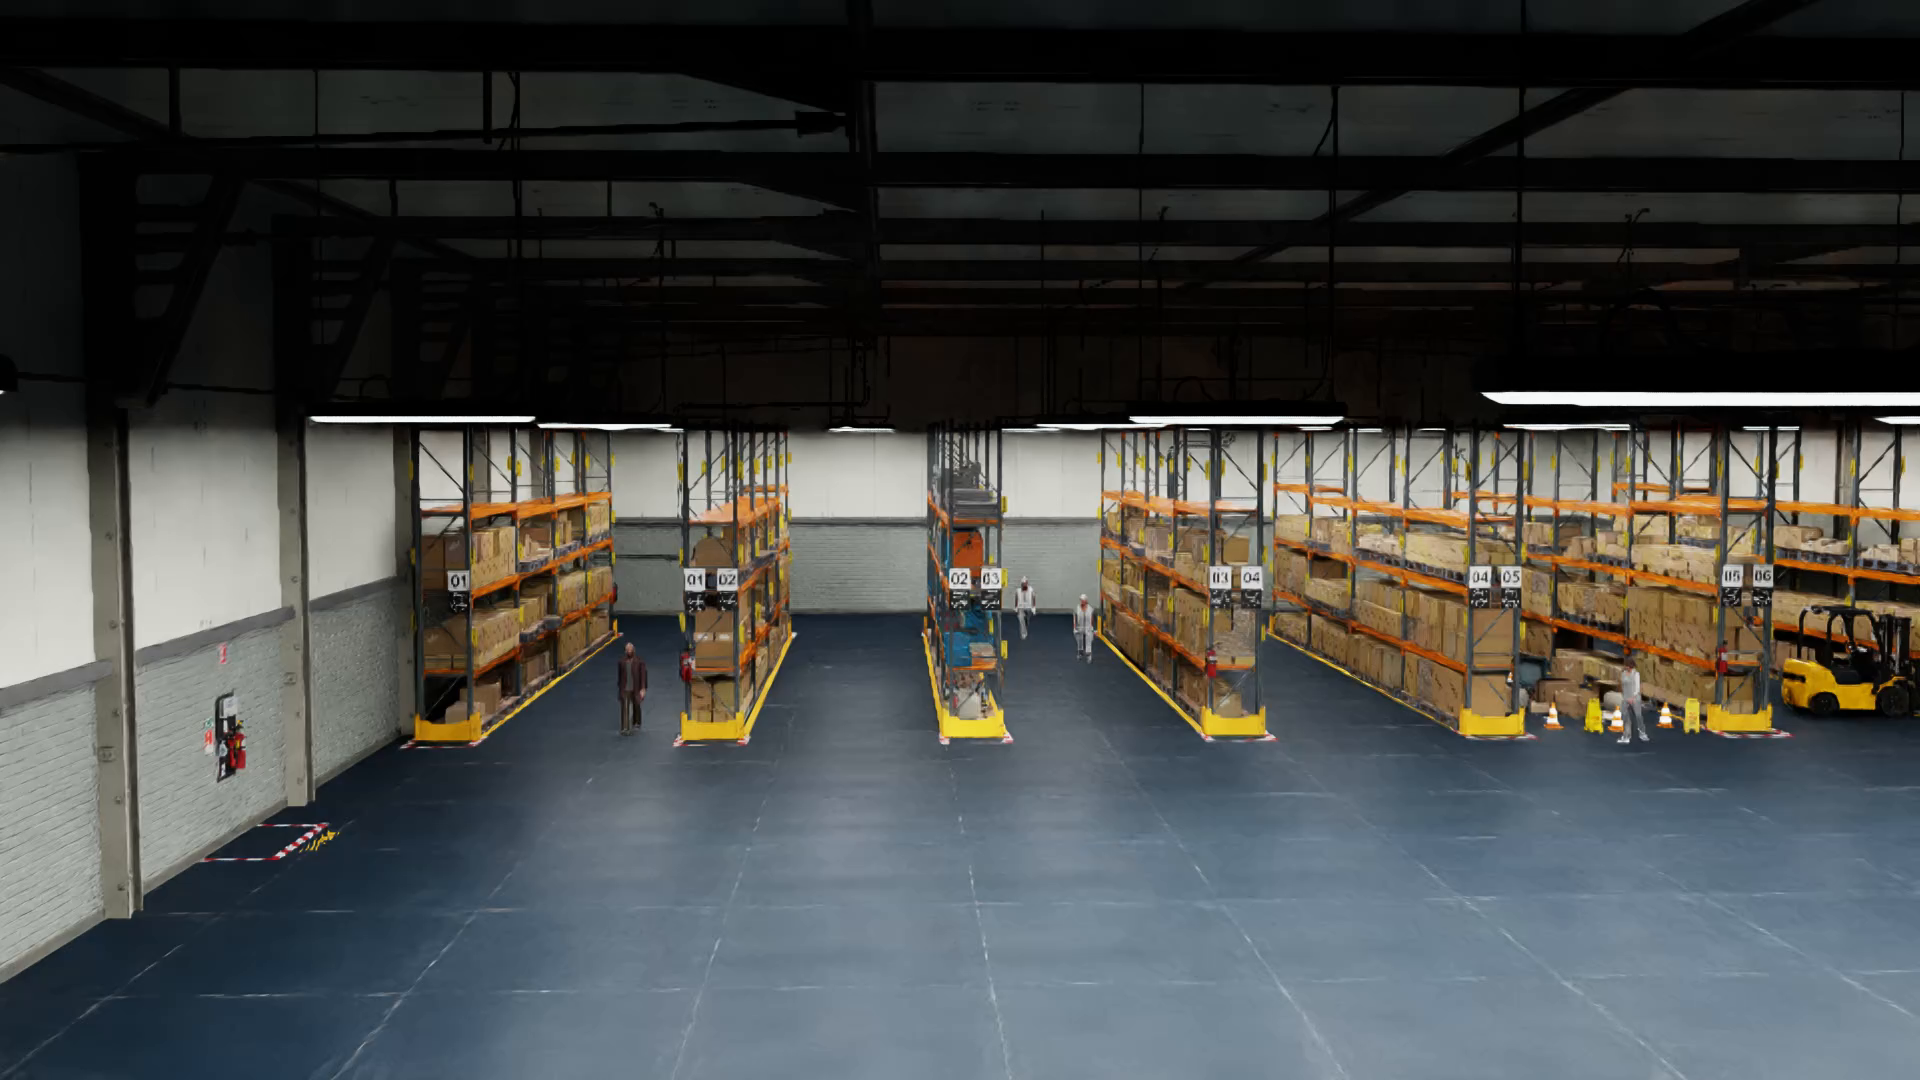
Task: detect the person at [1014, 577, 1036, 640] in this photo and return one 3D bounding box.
[{"bbox_3d":[1.821,1.894,46.292,0.577,1.733,1.042,0,4,-4],"label":"person"}]

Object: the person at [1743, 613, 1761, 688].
[{"bbox_3d":[17.806,2.484,37.560,0.551,1.642,0.573,2,4,25],"label":"person"}]

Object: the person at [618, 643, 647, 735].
[{"bbox_3d":[-6.267,2.822,31.757,0.603,1.724,1.111,0,4,-4],"label":"person"}]

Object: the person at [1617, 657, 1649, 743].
[{"bbox_3d":[12.484,2.958,30.831,0.640,1.588,0.442,-2,4,-33],"label":"person"}]

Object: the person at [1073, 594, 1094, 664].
[{"bbox_3d":[3.084,2.199,41.478,0.553,1.709,1.123,0,4,-1],"label":"person"}]
